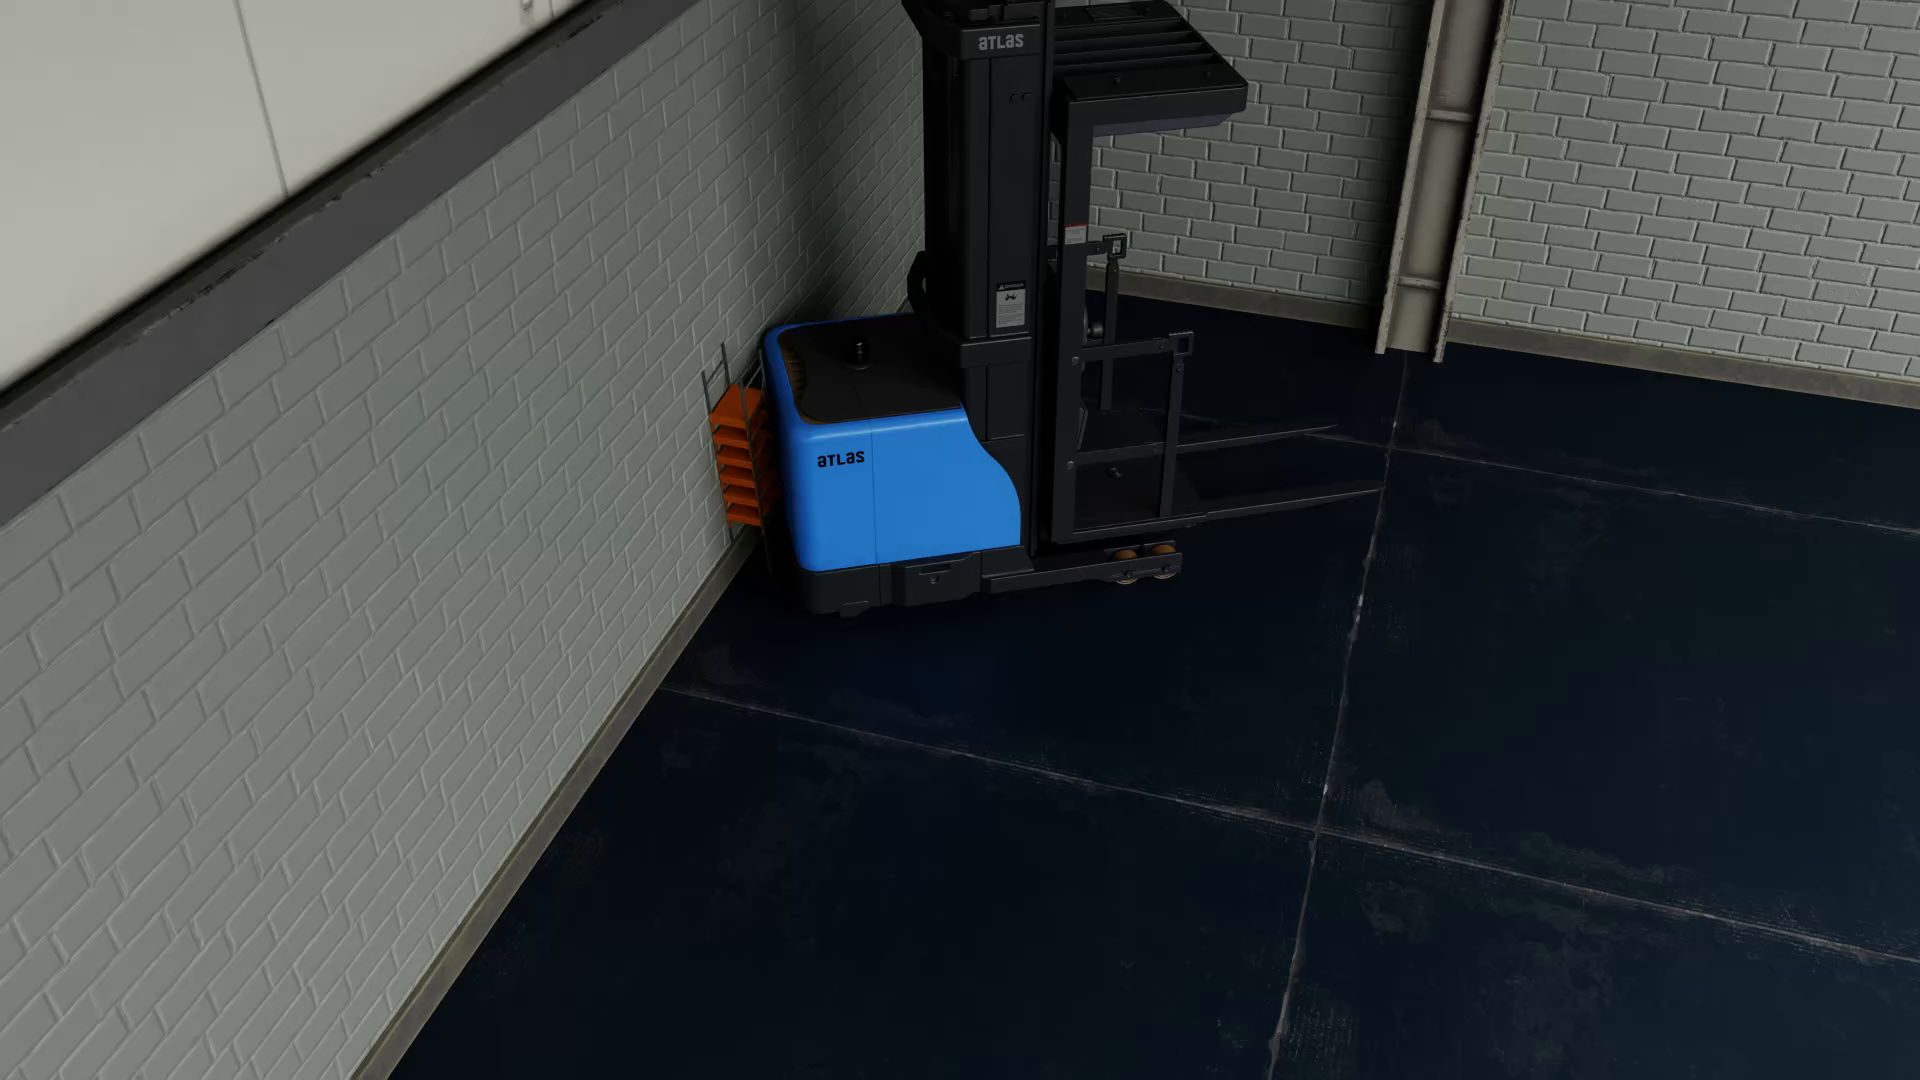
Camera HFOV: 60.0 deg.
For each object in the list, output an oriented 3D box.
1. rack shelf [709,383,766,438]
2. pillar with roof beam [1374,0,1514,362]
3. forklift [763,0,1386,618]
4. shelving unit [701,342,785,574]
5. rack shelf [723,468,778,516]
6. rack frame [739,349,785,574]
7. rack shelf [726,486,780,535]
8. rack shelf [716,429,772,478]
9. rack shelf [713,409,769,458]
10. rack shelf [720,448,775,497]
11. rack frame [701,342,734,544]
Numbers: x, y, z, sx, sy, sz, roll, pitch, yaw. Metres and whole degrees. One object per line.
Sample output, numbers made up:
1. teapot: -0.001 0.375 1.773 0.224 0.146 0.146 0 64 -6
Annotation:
1. rack shelf: -1.021 -0.600 7.694 0.180 0.103 0.258 11 44 14
2. pillar with roof beam: 1.431 -2.363 4.054 0.400 9.000 9.100 10 38 14
3. forklift: 0.613 -1.263 7.678 3.031 2.935 1.130 -8 37 -10
4. shelving unit: -1.010 -0.368 7.907 0.189 1.200 0.258 11 44 14
5. rack shelf: -1.004 -0.247 8.019 0.180 0.103 0.258 11 44 14
6. rack frame: -0.923 -0.351 7.885 0.006 1.200 0.240 11 44 14
7. rack shelf: -1.000 -0.159 8.100 0.180 0.103 0.258 11 44 14
8. rack shelf: -1.013 -0.423 7.856 0.180 0.103 0.258 11 44 14
9. rack shelf: -1.017 -0.511 7.775 0.180 0.103 0.258 11 44 14
10. rack shelf: -1.008 -0.335 7.938 0.180 0.103 0.258 11 44 14
11. rack frame: -1.097 -0.385 7.930 0.006 1.200 0.240 11 44 14
